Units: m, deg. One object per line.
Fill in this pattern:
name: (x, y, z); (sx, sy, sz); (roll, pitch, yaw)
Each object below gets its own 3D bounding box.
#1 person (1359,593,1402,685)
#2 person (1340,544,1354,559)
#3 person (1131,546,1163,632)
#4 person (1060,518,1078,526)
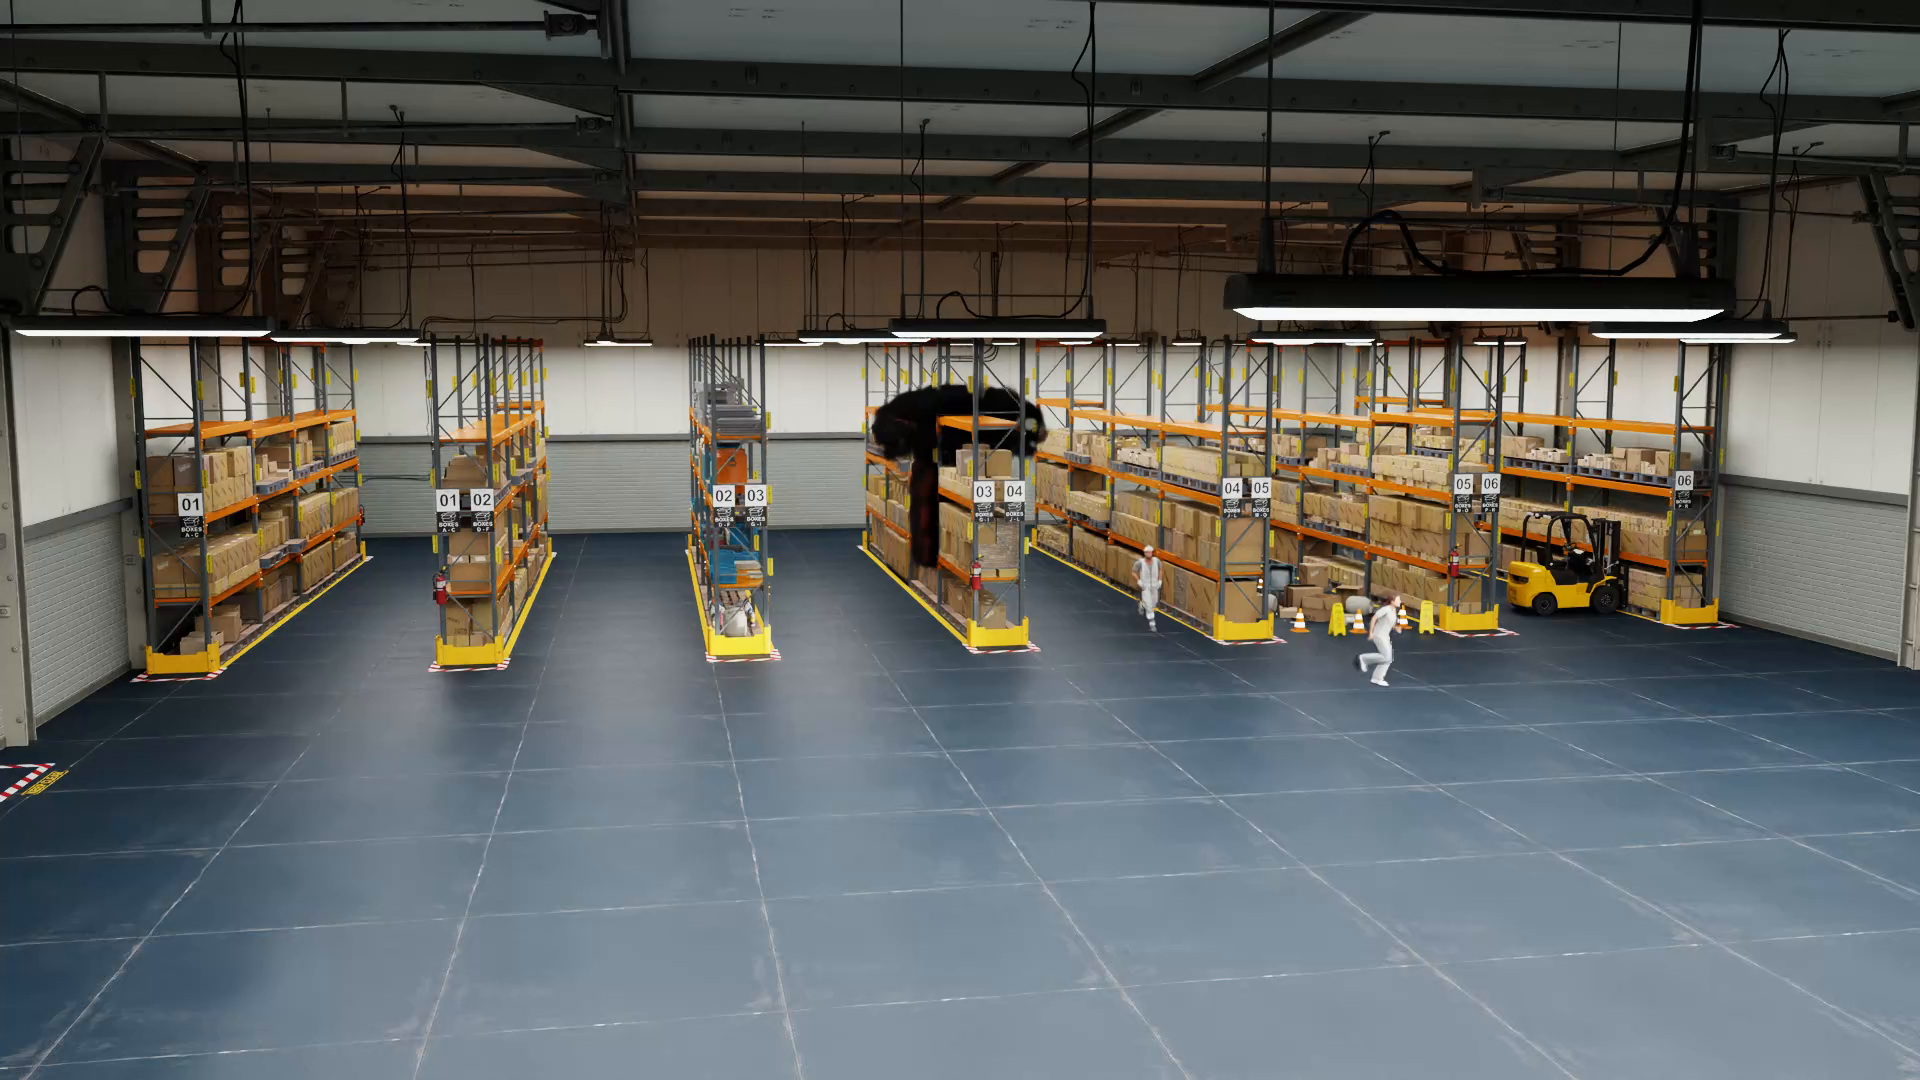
person: (7.220, 1.687, 28.537); (0.707, 1.601, 0.554); (4, 8, 31)
person: (10.159, -0.085, 43.521); (0.605, 1.647, 0.529); (-2, 7, -16)
person: (3.835, 0.969, 34.171); (0.668, 1.764, 0.890); (-2, 7, -15)
person: (3.325, -0.908, 50.272); (0.690, 1.768, 0.675); (-4, 8, -30)
